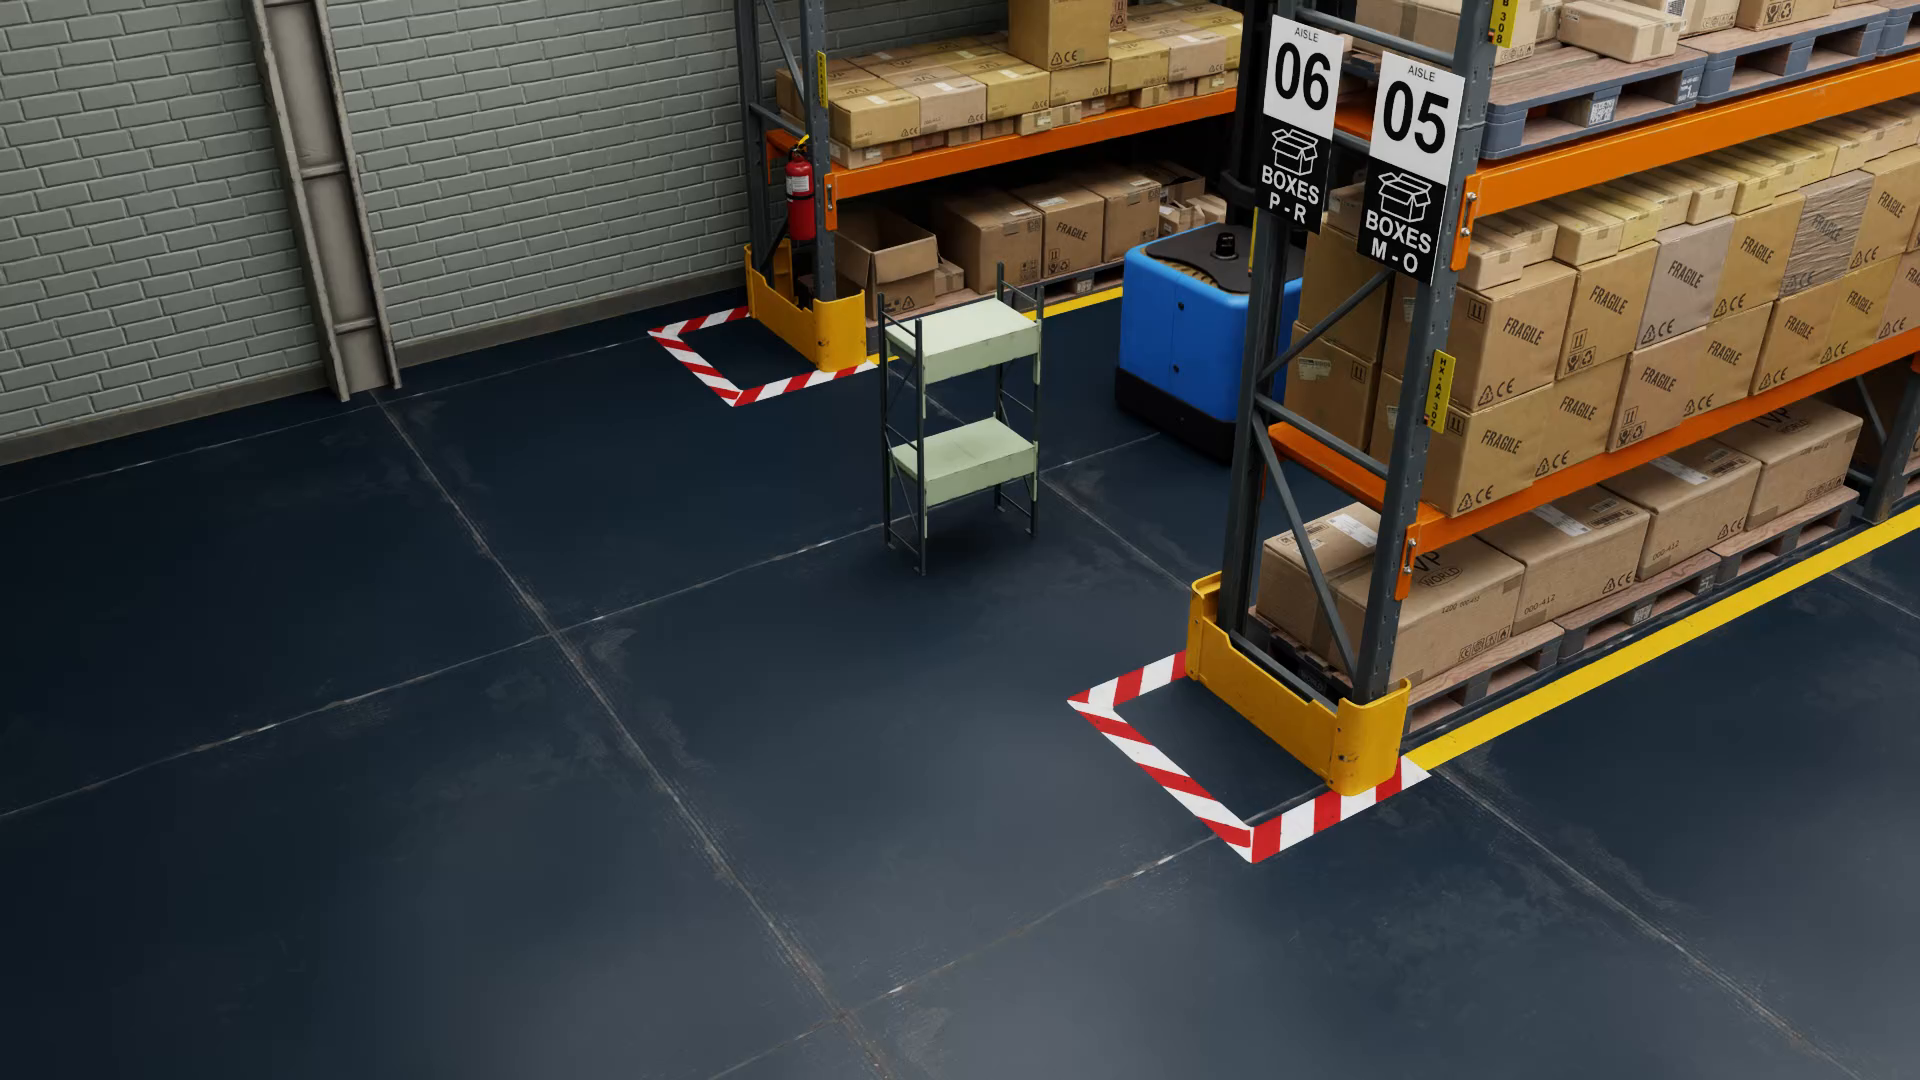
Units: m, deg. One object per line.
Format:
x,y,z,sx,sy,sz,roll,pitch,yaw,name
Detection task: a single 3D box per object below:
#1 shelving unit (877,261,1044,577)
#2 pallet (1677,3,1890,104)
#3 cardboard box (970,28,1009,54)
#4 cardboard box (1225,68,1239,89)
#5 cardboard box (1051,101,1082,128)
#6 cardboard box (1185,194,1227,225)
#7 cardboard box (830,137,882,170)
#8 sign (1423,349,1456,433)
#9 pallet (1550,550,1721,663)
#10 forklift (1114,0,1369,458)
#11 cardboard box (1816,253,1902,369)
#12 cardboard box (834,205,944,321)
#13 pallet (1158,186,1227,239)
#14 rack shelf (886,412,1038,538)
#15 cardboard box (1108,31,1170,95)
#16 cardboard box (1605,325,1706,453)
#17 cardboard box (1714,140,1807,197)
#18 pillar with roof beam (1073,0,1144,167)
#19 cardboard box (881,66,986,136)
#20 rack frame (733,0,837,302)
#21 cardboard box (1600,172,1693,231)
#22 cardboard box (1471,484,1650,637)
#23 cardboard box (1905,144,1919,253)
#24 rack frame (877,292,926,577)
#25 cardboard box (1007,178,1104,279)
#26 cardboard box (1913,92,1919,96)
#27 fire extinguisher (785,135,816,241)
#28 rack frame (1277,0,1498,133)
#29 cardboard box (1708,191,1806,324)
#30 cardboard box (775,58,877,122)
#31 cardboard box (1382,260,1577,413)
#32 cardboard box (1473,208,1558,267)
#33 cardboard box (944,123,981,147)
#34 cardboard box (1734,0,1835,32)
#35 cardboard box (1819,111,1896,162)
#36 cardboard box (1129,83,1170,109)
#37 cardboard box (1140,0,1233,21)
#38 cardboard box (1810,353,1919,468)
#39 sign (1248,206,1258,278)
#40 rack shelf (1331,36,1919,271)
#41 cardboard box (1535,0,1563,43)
0.006,-0.636,8.853,0.755,1.500,0.431,-19,37,-27,shelving unit
3.211,-2.232,7.249,1.213,0.211,1.003,-19,37,-27,pallet
0.410,-3.407,11.701,0.500,0.250,0.500,-19,37,-27,cardboard box
1.898,-3.412,12.082,0.250,0.149,0.380,-18,36,-26,cardboard box
0.620,-2.953,11.355,0.250,0.149,0.380,-18,36,-26,cardboard box
1.927,-2.487,12.660,0.250,0.149,0.380,-20,37,-29,cardboard box
-0.700,-2.518,10.665,0.250,0.149,0.380,-19,37,-28,cardboard box
1.863,-0.576,6.466,0.005,0.325,0.100,-19,37,-27,sign
3.221,0.136,8.837,1.213,0.211,1.003,-19,37,-27,pallet
2.459,-2.353,10.233,3.031,2.935,1.130,-22,38,-31,forklift
4.248,-1.226,8.288,0.500,0.500,0.500,-20,37,-28,cardboard box
-0.560,-1.908,11.409,0.637,0.503,0.797,-21,38,-29,cardboard box
1.659,-2.431,12.906,1.213,0.211,1.003,-19,37,-27,pallet
0.006,-0.361,9.027,0.720,0.370,0.431,-19,37,-27,rack shelf
1.101,-3.324,11.570,0.500,0.250,0.500,-19,37,-28,cardboard box
2.973,-0.777,7.577,0.500,0.500,0.500,-19,37,-28,cardboard box
3.536,-1.672,7.451,0.250,0.149,0.380,-19,37,-27,cardboard box
3.496,-4.618,8.136,0.400,9.000,9.100,-19,37,-27,pillar with roof beam
-0.174,-2.870,10.851,0.500,0.250,0.500,-19,37,-27,cardboard box
-1.125,-2.652,10.643,0.127,3.000,1.000,-19,37,-27,rack frame
2.881,-1.460,7.115,0.250,0.149,0.380,-19,37,-27,cardboard box
2.832,-0.025,8.486,0.875,0.438,0.875,-18,36,-26,cardboard box
4.682,-1.788,8.243,0.500,0.500,0.500,-19,37,-28,cardboard box
-0.302,-0.530,8.685,0.023,1.500,0.400,-19,37,-27,rack frame
0.678,-2.244,11.946,0.500,0.500,0.500,-18,37,-26,cardboard box
4.843,-2.091,8.115,0.250,0.149,0.380,-20,37,-28,cardboard box
-0.999,-2.212,10.367,0.183,0.674,0.296,-19,37,-27,fire extinguisher
1.567,-2.964,5.515,0.127,3.000,1.000,-19,37,-27,rack frame
3.403,-1.353,7.552,0.500,0.500,0.500,-19,37,-27,cardboard box
-0.883,-2.966,11.003,0.500,0.250,0.500,-18,36,-26,cardboard box
2.125,-0.903,6.840,0.500,0.500,0.500,-20,37,-28,cardboard box
2.197,-1.253,6.786,0.250,0.149,0.380,-18,36,-26,cardboard box
-0.064,-2.749,11.032,0.250,0.149,0.380,-18,36,-26,cardboard box
3.343,-2.474,6.967,0.500,0.500,0.500,-18,37,-26,cardboard box
4.144,-1.915,7.835,0.250,0.149,0.380,-19,37,-28,cardboard box
1.258,-3.175,11.708,0.250,0.149,0.380,-20,37,-28,cardboard box
1.674,-3.849,12.401,0.500,0.250,0.500,-19,37,-28,cardboard box
5.407,-1.077,9.744,0.875,0.875,0.875,-18,36,-26,cardboard box
1.285,-1.264,7.136,0.005,0.325,0.100,-19,37,-27,sign
3.248,-1.970,7.424,4.000,0.370,1.077,-19,37,-27,rack shelf
2.206,-2.137,6.763,0.250,0.149,0.380,-22,38,-31,cardboard box
